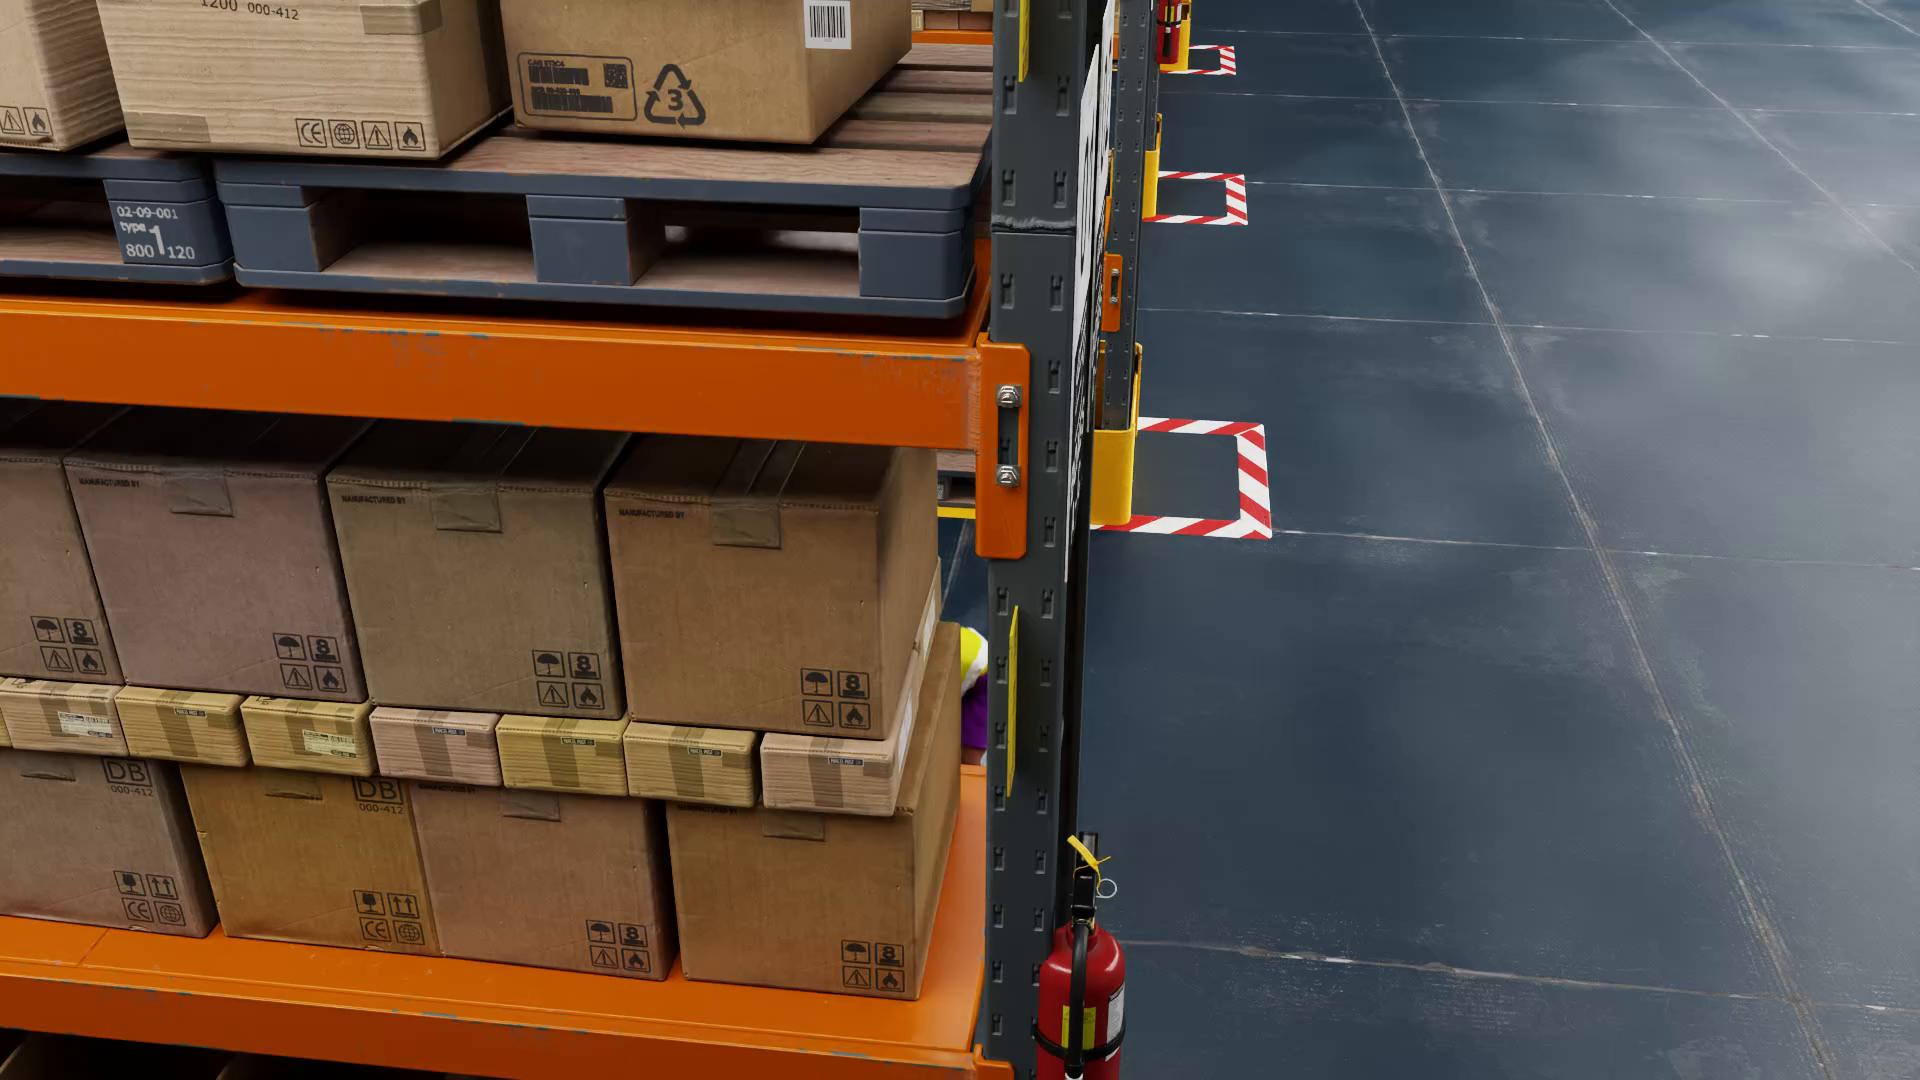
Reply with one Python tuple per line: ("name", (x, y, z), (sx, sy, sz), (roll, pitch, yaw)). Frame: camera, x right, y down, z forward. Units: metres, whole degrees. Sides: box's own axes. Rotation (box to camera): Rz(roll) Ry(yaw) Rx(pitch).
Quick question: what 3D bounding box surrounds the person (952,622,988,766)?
("person", (-0.109, 0.631, 5.729), (0.544, 1.012, 0.898), (3, 28, 5))
